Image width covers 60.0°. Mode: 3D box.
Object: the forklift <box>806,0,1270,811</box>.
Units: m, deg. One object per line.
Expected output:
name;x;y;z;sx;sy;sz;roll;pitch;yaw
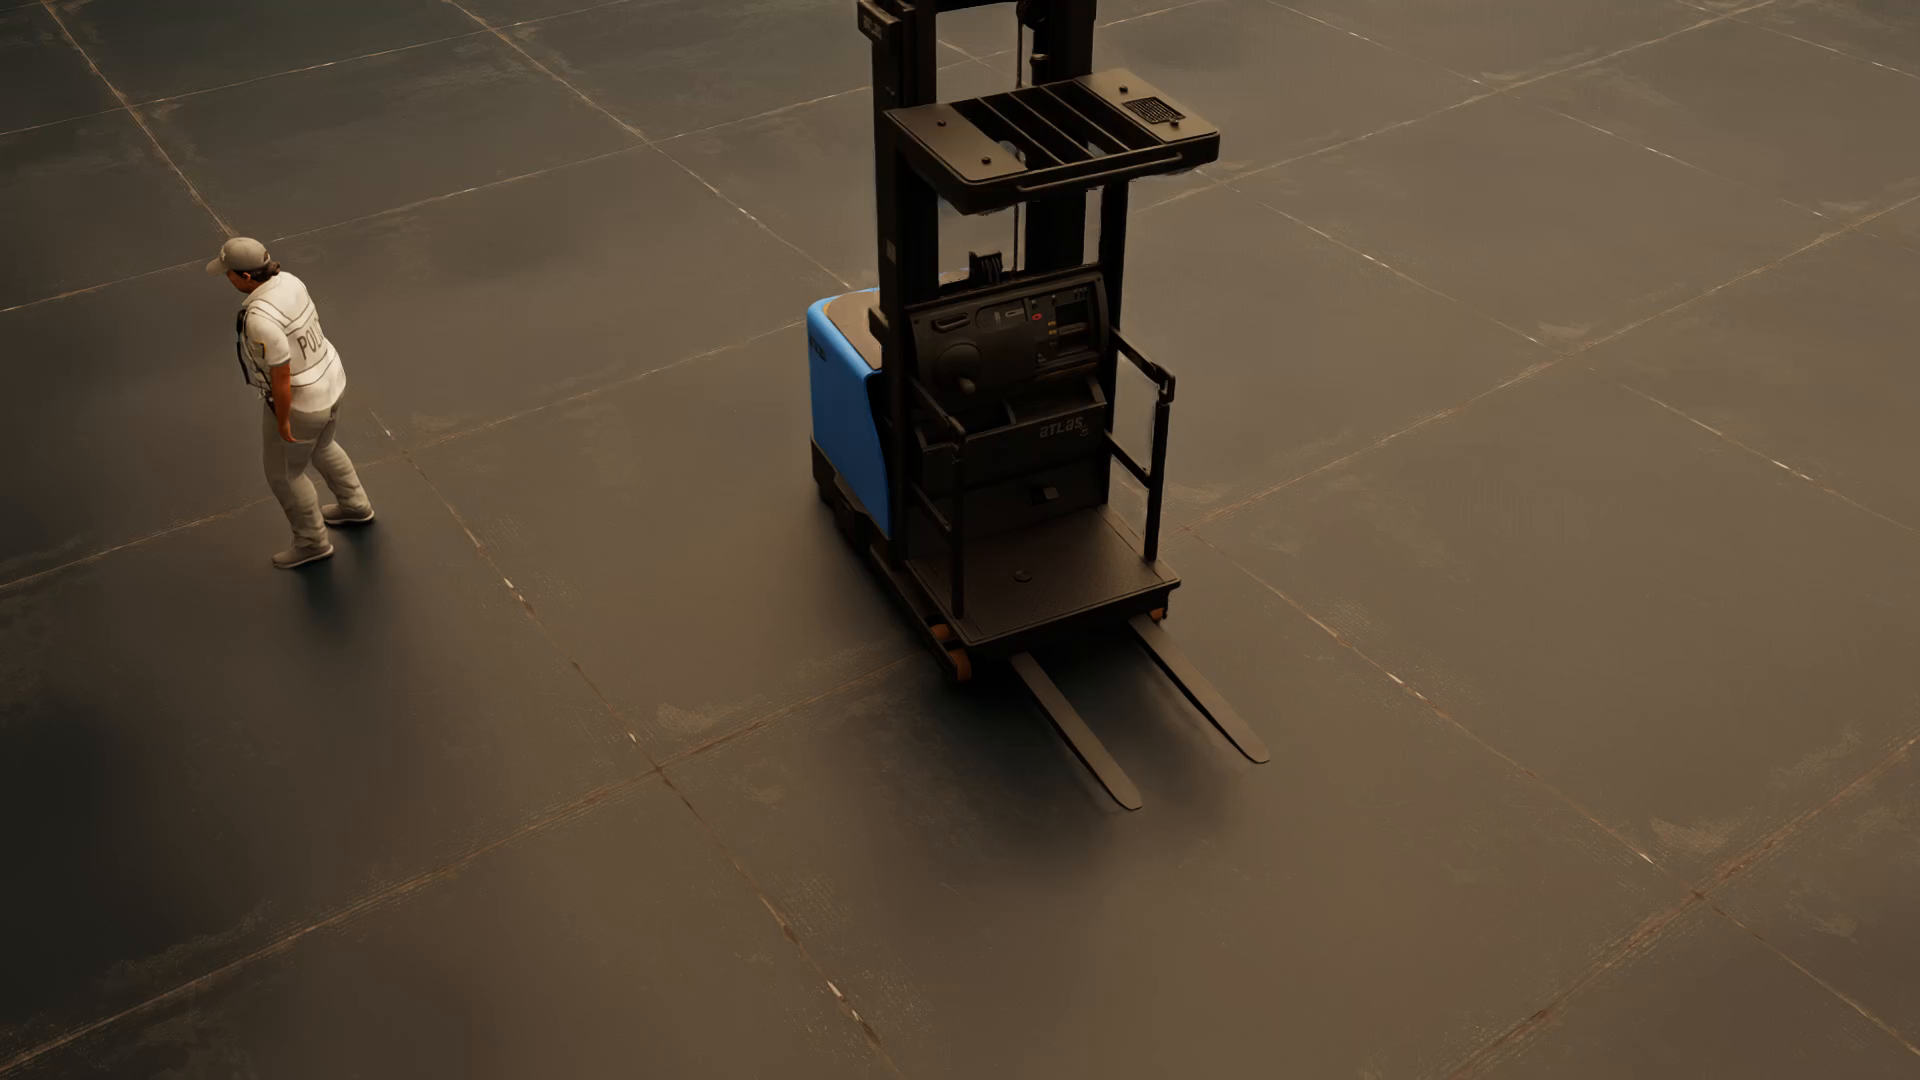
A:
forklift;0.318;-0.824;7.059;1.130;2.935;3.031;-16;39;-20

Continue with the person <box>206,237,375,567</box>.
person;-3.186;-0.682;7.954;0.457;1.679;0.543;1;36;2
